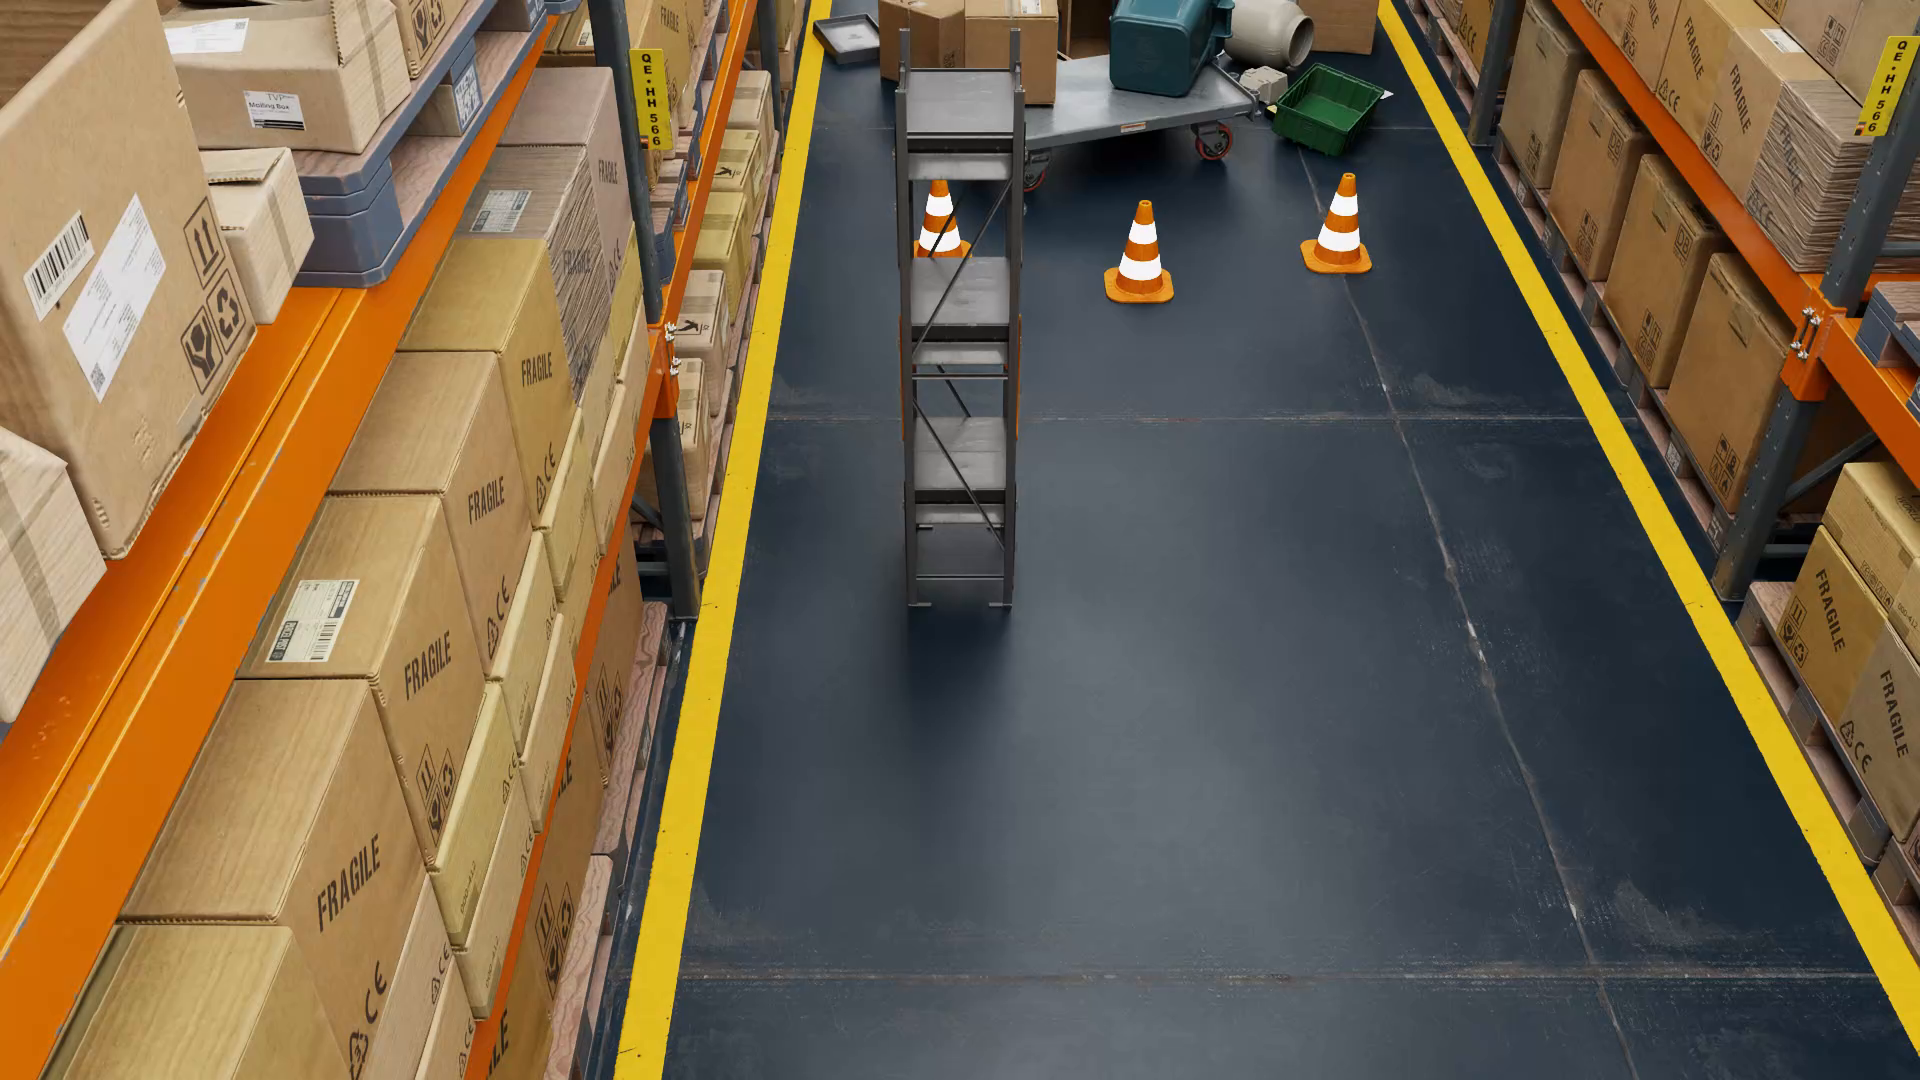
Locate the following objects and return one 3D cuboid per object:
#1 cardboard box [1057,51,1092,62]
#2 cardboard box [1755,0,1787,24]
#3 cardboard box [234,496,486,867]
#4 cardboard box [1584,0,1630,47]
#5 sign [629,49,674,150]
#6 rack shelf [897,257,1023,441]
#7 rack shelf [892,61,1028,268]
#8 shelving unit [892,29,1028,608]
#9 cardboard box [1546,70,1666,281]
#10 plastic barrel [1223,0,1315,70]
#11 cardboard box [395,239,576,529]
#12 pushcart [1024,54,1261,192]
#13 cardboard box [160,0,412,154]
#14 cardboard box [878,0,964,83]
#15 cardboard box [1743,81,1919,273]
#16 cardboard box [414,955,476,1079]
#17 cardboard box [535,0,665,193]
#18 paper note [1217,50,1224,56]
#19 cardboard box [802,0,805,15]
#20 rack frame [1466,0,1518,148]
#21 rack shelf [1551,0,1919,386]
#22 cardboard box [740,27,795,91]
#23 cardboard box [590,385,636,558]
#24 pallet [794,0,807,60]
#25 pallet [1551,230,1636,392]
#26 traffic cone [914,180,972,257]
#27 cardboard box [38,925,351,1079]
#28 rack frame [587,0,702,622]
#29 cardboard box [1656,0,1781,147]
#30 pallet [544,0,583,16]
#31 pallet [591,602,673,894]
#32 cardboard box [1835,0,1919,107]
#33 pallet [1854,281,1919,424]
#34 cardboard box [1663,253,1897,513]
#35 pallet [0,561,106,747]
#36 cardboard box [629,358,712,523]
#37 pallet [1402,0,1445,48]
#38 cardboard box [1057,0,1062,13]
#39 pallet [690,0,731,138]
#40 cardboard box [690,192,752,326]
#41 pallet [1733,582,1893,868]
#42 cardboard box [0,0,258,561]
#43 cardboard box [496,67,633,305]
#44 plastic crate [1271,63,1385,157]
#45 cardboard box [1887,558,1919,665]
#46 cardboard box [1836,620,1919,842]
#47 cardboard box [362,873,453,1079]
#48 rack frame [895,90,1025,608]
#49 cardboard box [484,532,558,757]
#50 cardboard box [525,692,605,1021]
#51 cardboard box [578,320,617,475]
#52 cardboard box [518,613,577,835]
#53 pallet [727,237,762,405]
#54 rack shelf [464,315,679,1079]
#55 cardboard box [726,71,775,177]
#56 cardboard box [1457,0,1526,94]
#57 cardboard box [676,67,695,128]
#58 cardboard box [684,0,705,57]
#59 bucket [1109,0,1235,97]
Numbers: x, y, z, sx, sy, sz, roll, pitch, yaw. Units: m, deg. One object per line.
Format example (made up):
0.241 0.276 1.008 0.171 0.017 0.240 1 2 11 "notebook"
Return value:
0.638 -2.843 10.085 0.258 0.266 0.396 -28 46 -30 "cardboard box"
3.452 -2.311 6.356 0.700 0.500 0.500 -1 39 -1 "cardboard box"
-1.237 0.268 3.138 0.500 0.500 0.500 -1 39 -1 "cardboard box"
3.174 -2.547 7.450 0.500 0.500 0.500 0 39 0 "cardboard box"
-0.947 -1.352 5.112 0.100 0.325 0.005 0 39 0 "sign"
0.000 -0.705 5.973 0.431 0.518 0.480 0 39 0 "rack shelf"
0.000 -1.251 5.535 0.431 0.518 0.480 0 39 0 "rack shelf"
0.000 -0.716 5.964 0.431 2.100 0.503 0 39 0 "shelving unit"
3.531 -1.760 8.011 1.050 0.750 0.750 0 39 0 "cardboard box"
1.908 -3.168 10.365 0.512 0.421 0.421 28 46 30 "plastic barrel"
-1.237 -0.372 3.936 0.500 0.500 0.500 0 39 0 "cardboard box"
0.773 -2.408 9.454 1.648 0.377 0.936 -13 40 -16 "pushcart"
-1.150 -0.821 2.748 0.396 0.266 0.258 3 39 4 "cardboard box"
-0.148 -3.095 10.211 0.500 0.500 0.500 28 46 30 "cardboard box"
3.178 -1.285 5.874 0.500 0.500 0.500 0 39 0 "cardboard box"
-1.236 1.064 3.144 0.500 0.250 0.500 -1 39 -1 "cardboard box"
-1.271 -1.498 5.567 0.500 0.500 0.500 -1 39 -1 "cardboard box"
1.611 -3.152 10.665 0.172 0.023 0.155 13 40 15 "paper note"
-1.253 -3.524 10.612 0.500 0.250 0.500 -1 39 -1 "cardboard box"
3.443 -3.465 8.676 1.000 3.000 0.127 0 39 0 "rack frame"
3.445 -1.934 7.340 1.077 0.370 4.000 0 39 0 "rack shelf"
-1.238 -2.859 9.782 0.500 0.250 0.500 -2 39 -2 "cardboard box"
-1.226 -0.203 4.725 0.500 0.250 0.500 1 39 1 "cardboard box"
-1.547 -3.495 10.943 1.003 0.211 1.213 0 39 0 "pallet"
3.523 -1.130 7.991 1.003 0.211 1.213 0 39 0 "pallet"
-0.106 -1.634 8.419 0.336 0.463 0.334 0 39 0 "traffic cone"
-1.211 0.900 2.349 0.500 0.500 0.500 0 39 0 "cardboard box"
-1.502 -0.897 5.471 1.000 3.000 0.127 0 39 0 "rack frame"
3.179 -1.909 6.654 0.500 0.500 0.500 -1 39 -1 "cardboard box"
-1.449 -1.592 4.090 1.213 0.211 1.003 2 39 2 "pallet"
-1.577 0.684 5.728 1.003 0.211 1.213 0 39 0 "pallet"
3.457 -1.674 5.561 0.700 0.500 0.500 0 39 0 "cardboard box"
3.555 -0.444 5.058 1.213 0.211 1.003 0 39 0 "pallet"
3.537 -0.631 6.602 1.050 0.750 0.750 -1 39 -1 "cardboard box"
-1.548 -0.065 2.187 0.805 0.209 1.217 -1 39 -2 "pallet"
-1.493 -0.389 6.602 0.950 0.372 0.625 -2 39 -3 "cardboard box"
3.516 -3.618 11.096 1.003 0.211 1.213 0 39 0 "pallet"
1.022 -3.829 11.126 0.797 0.503 0.637 -28 46 -30 "cardboard box"
-1.546 -2.060 7.076 1.003 0.211 1.213 0 39 0 "pallet"
-1.497 -1.325 7.770 0.950 0.372 0.625 1 39 1 "cardboard box"
3.447 0.613 5.817 1.003 0.211 1.213 0 39 0 "pallet"
-1.209 -0.321 1.937 0.500 0.500 0.500 -1 39 -1 "cardboard box"
-1.240 -1.003 4.724 0.500 0.500 0.500 -1 39 -1 "cardboard box"
2.133 -2.498 9.672 0.450 0.188 0.662 27 45 16 "plastic crate"
3.207 0.303 5.036 0.500 0.250 0.500 0 39 -1 "cardboard box"
3.197 0.604 5.260 0.500 0.500 0.500 0 39 0 "cardboard box"
-1.245 0.866 2.991 0.500 0.250 0.500 1 39 1 "cardboard box"
0.000 -0.563 5.774 0.400 2.100 0.015 0 39 0 "rack frame"
-1.222 0.234 3.779 0.500 0.250 0.500 -1 39 -1 "cardboard box"
-1.588 0.758 4.769 0.875 0.875 0.875 0 39 1 "cardboard box"
-1.243 -0.411 4.584 0.500 0.250 0.500 -1 39 -1 "cardboard box"
-1.212 0.431 3.934 0.500 0.250 0.500 -1 39 -1 "cardboard box"
-1.500 -1.059 7.902 1.003 0.211 1.213 0 39 0 "pallet"
-1.500 0.634 4.135 1.077 0.370 4.000 0 39 0 "rack shelf"
-1.504 -2.209 8.874 0.950 0.372 0.625 0 39 1 "cardboard box"
3.512 -3.194 9.700 0.875 0.875 0.875 1 39 1 "cardboard box"
-1.217 -1.687 6.321 0.380 0.149 0.250 0 39 0 "cardboard box"
-1.286 -2.156 6.388 0.500 0.500 0.500 1 39 1 "cardboard box"
1.137 -2.865 9.328 0.726 0.611 0.620 13 50 15 "bucket"
